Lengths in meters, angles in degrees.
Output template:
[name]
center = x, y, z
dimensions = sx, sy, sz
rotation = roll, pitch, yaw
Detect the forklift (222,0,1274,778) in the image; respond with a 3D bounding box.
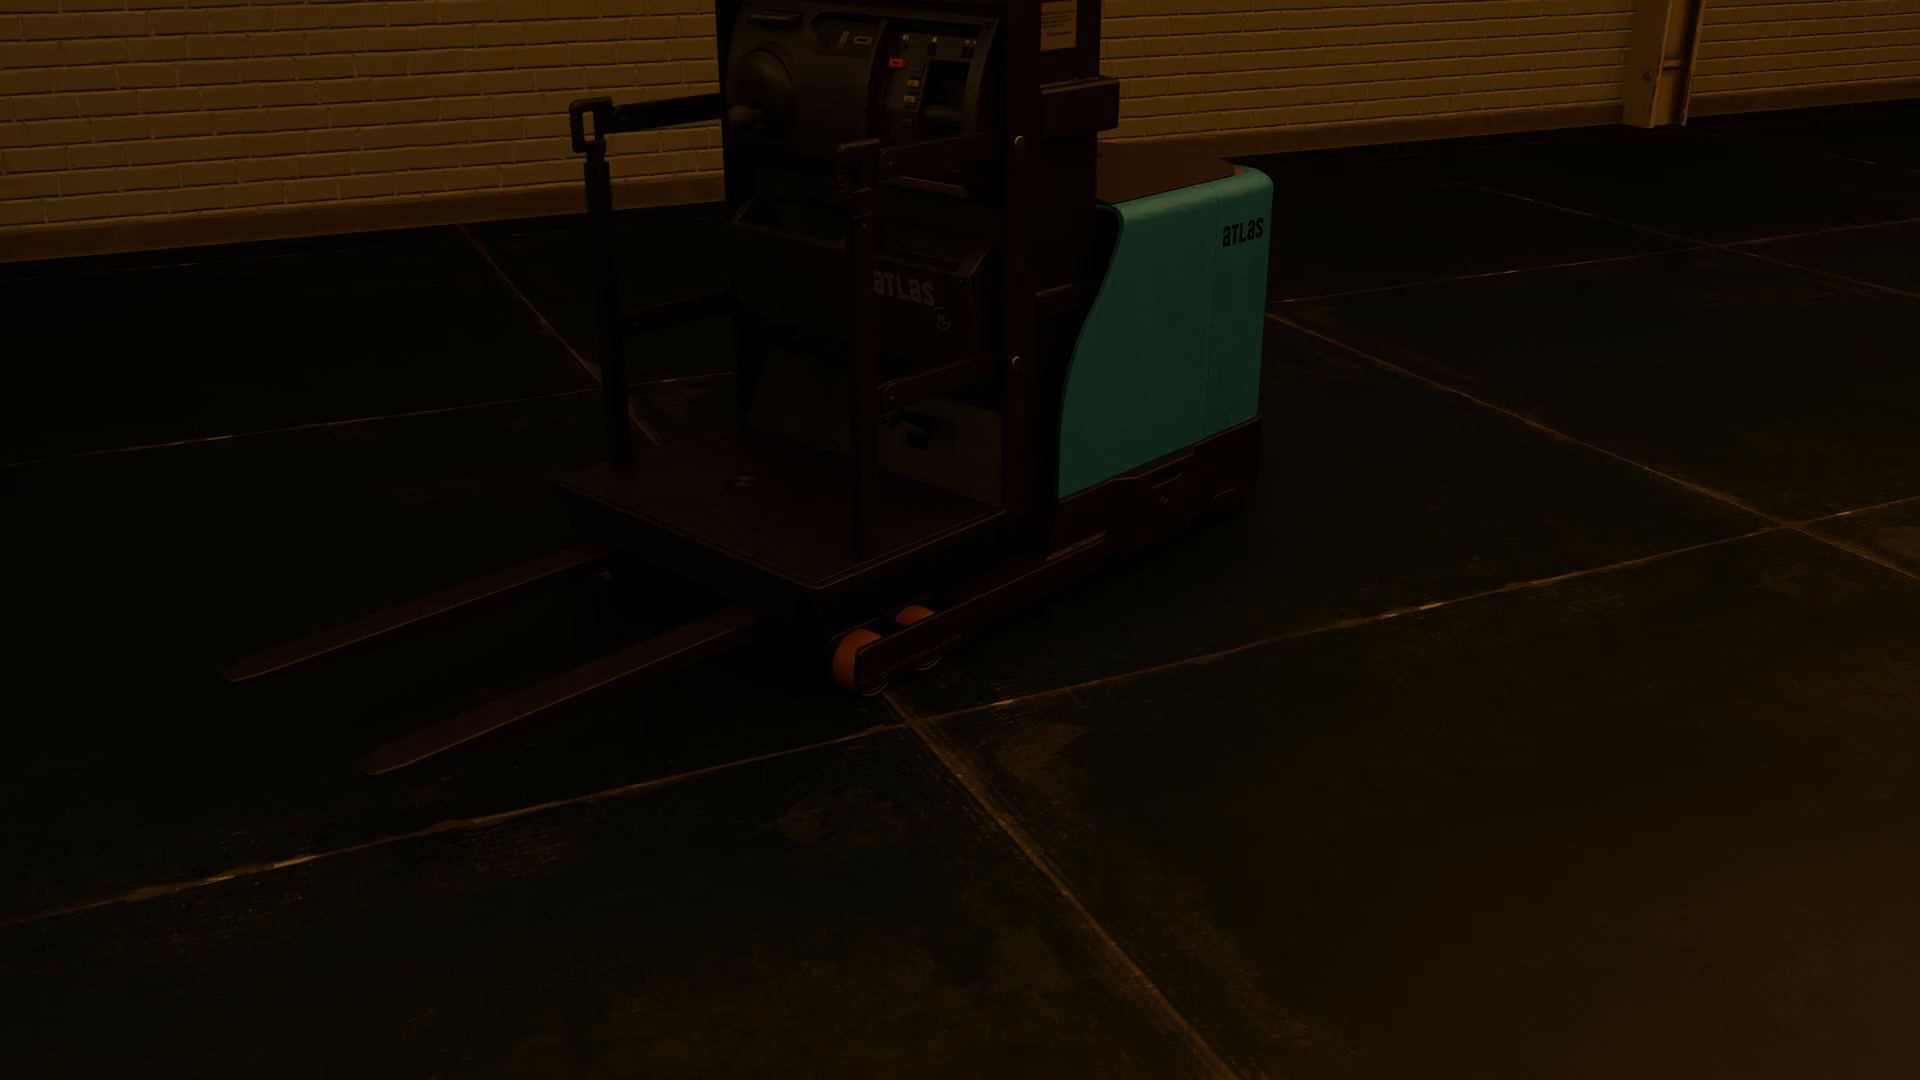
[forklift]
center = -0.413, -1.182, 4.131
dimensions = 1.130, 2.935, 3.031
rotation = 19, 29, 39
